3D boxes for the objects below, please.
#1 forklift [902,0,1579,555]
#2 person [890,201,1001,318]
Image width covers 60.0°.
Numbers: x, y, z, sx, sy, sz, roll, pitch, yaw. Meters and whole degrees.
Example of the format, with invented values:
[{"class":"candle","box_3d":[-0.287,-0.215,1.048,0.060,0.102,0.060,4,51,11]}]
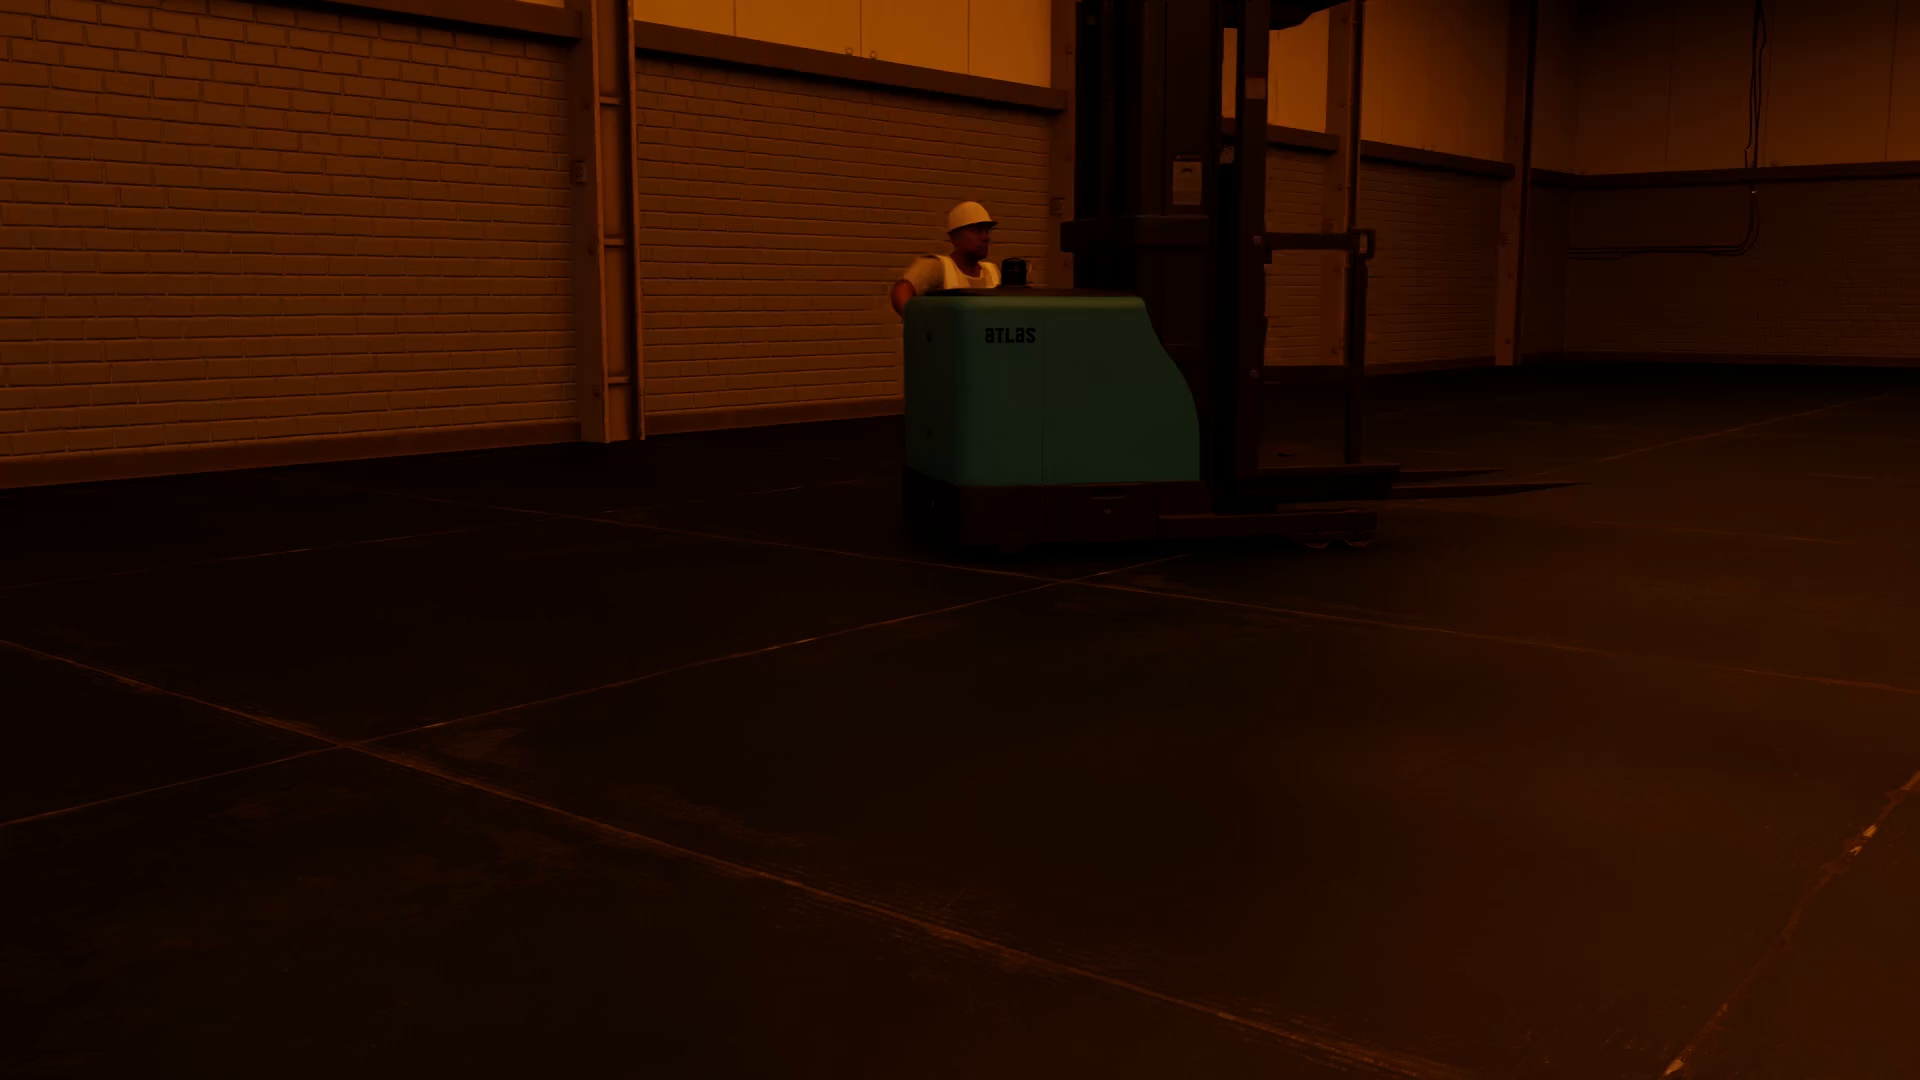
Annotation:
[{"class":"forklift","box_3d":[1.310,-1.482,7.412,3.031,2.935,1.130,-2,9,-15]},{"class":"person","box_3d":[0.170,-0.849,7.964,0.885,1.540,0.923,7,11,39]}]
